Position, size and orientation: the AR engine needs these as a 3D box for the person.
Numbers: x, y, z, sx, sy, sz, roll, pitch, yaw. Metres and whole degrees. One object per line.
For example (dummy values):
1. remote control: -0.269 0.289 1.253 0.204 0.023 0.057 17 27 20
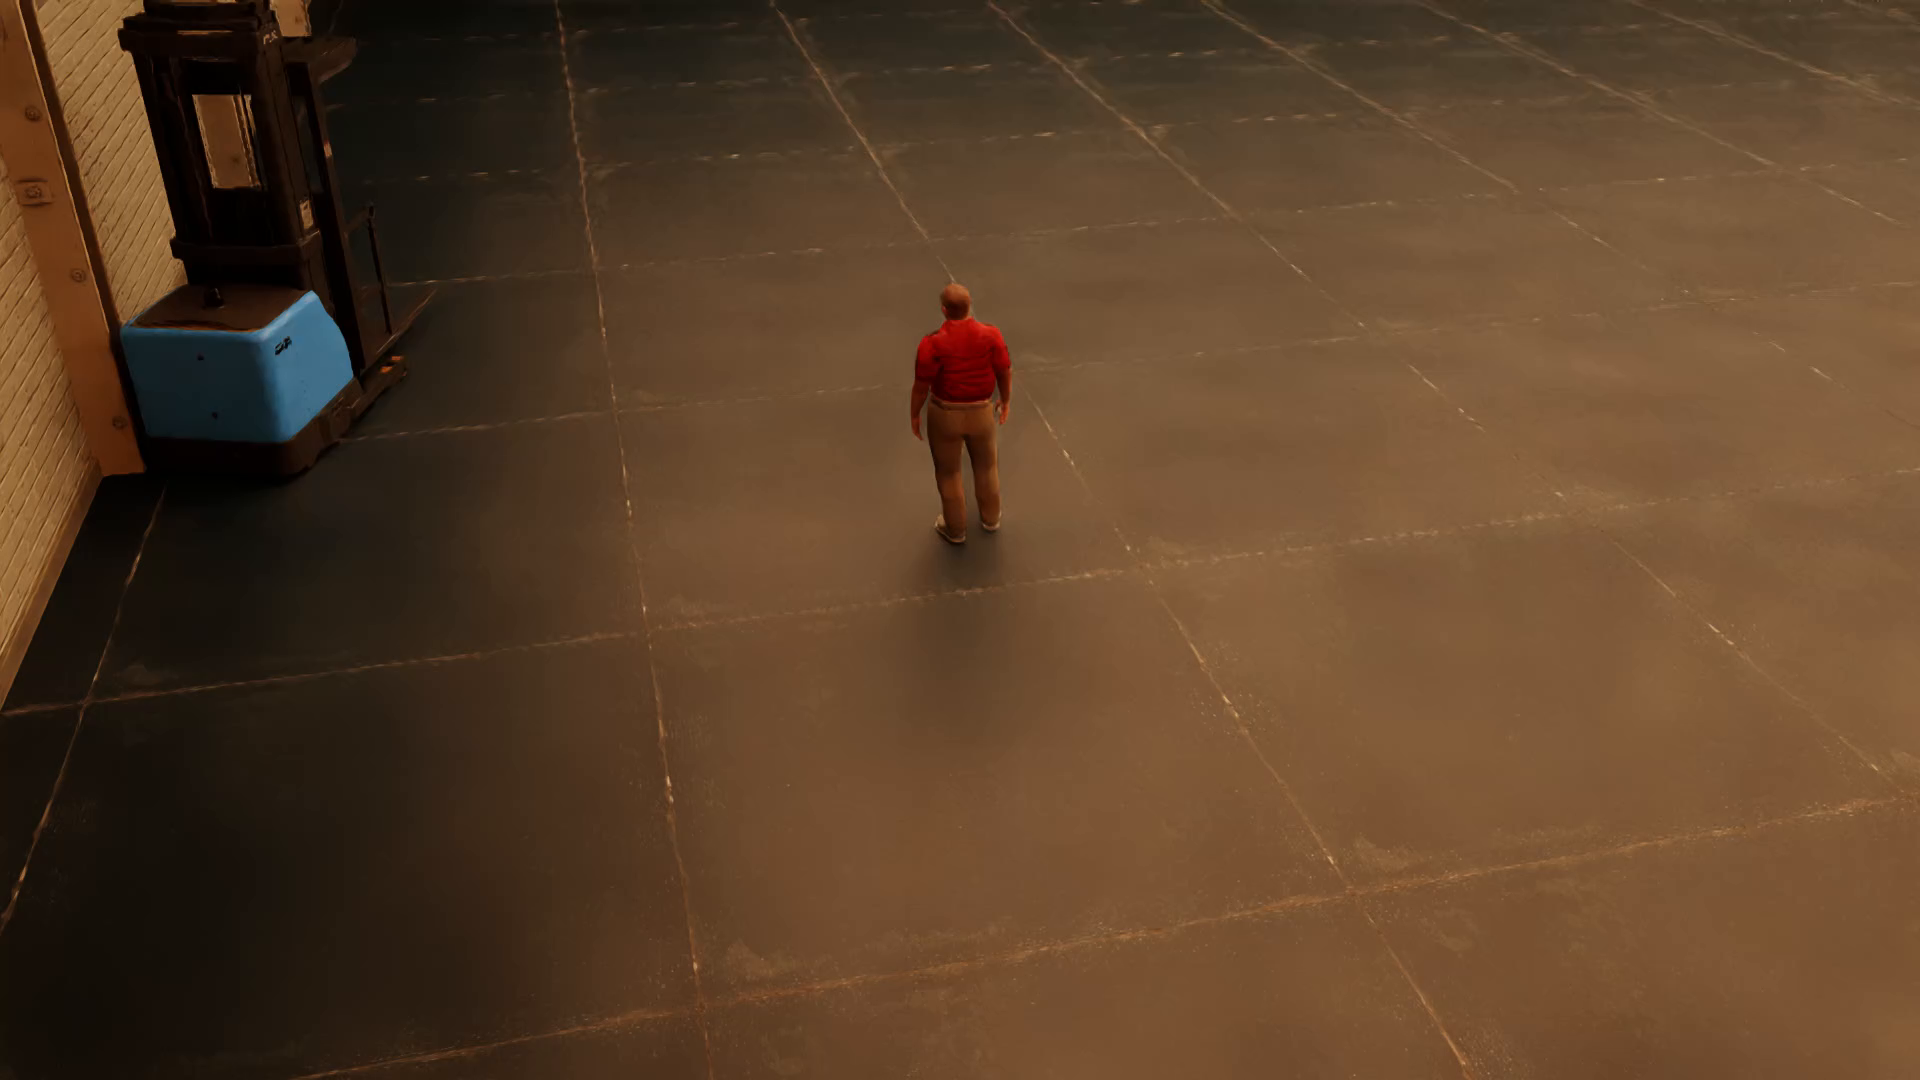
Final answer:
1. person: -0.009 -0.799 10.141 0.640 1.726 0.550 -7 31 -12

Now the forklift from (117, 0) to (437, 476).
1. forklift: -4.786 -2.412 11.741 1.130 2.935 3.031 3 30 6
